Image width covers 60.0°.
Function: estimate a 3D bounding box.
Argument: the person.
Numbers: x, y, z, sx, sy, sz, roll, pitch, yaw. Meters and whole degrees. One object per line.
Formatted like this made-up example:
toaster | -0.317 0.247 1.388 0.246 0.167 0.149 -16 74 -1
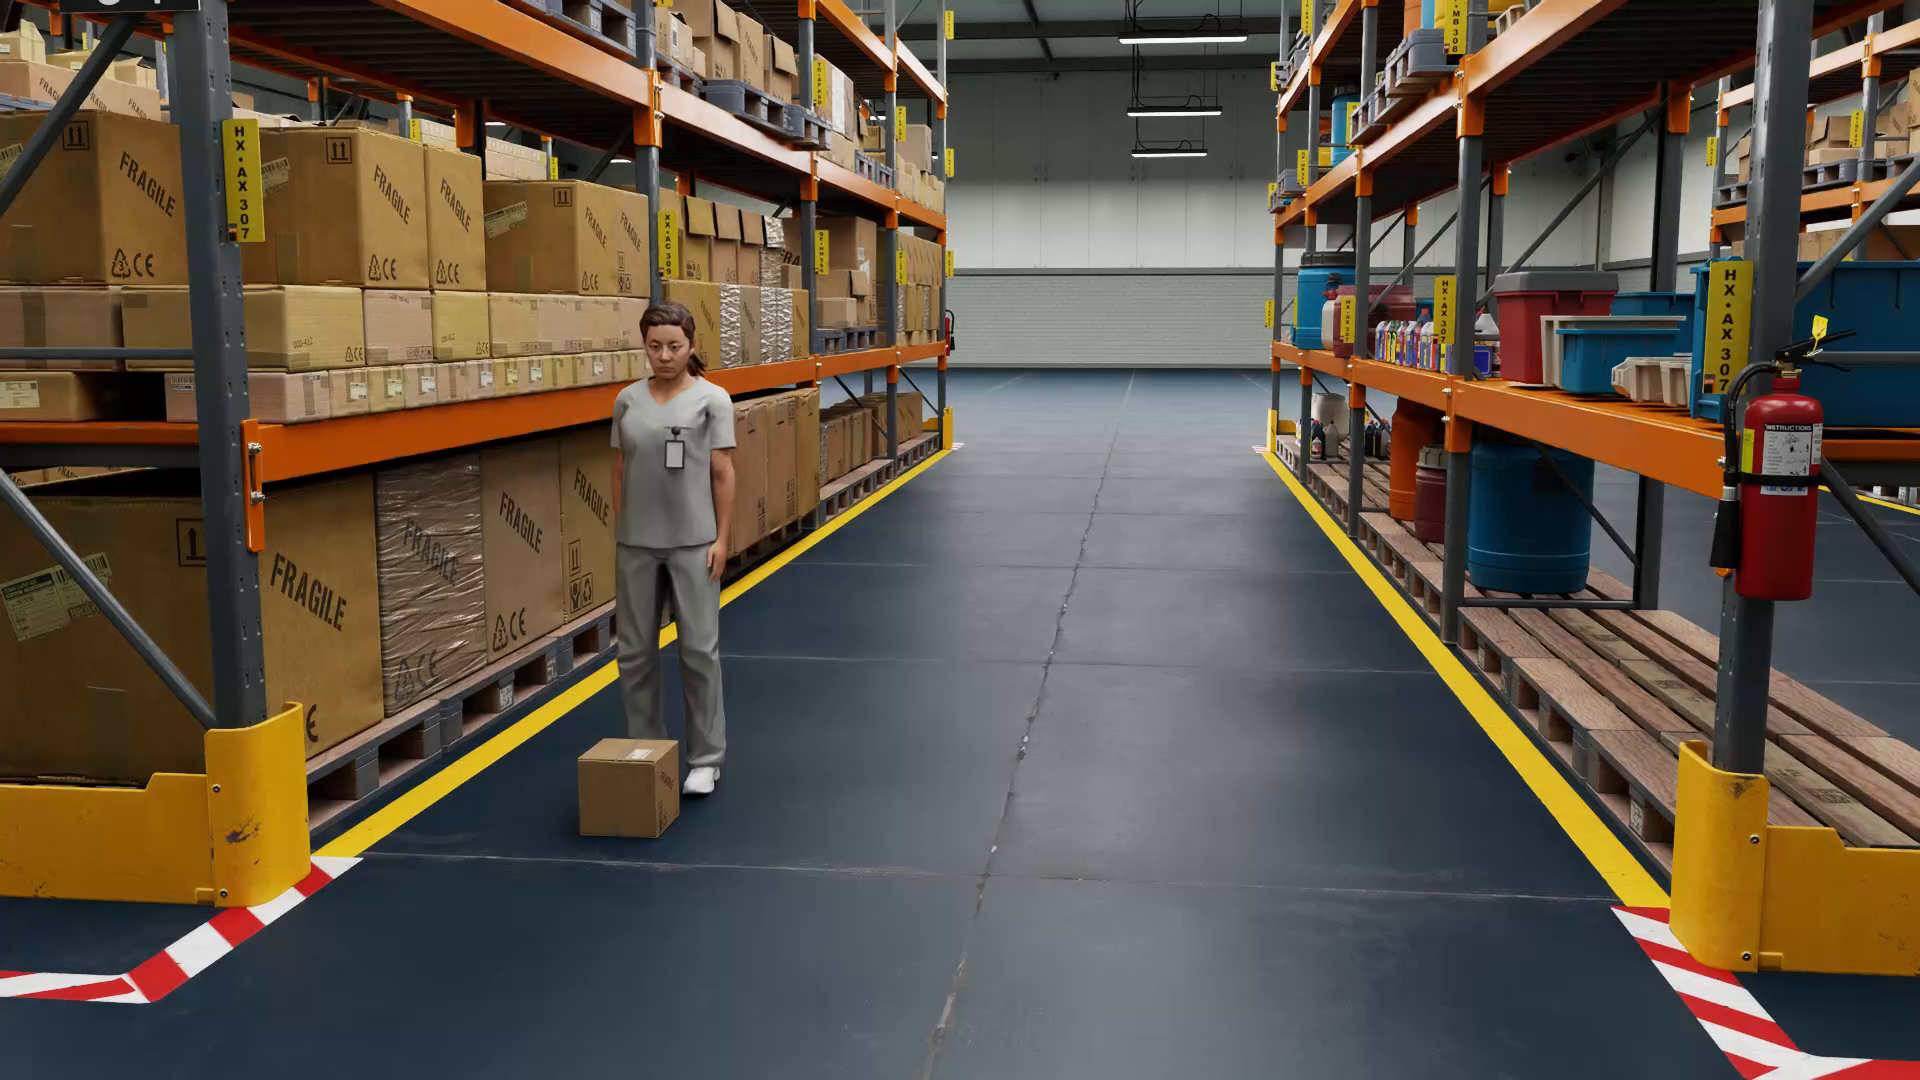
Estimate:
person | -0.975 0.022 5.672 0.441 1.672 0.364 1 8 7
